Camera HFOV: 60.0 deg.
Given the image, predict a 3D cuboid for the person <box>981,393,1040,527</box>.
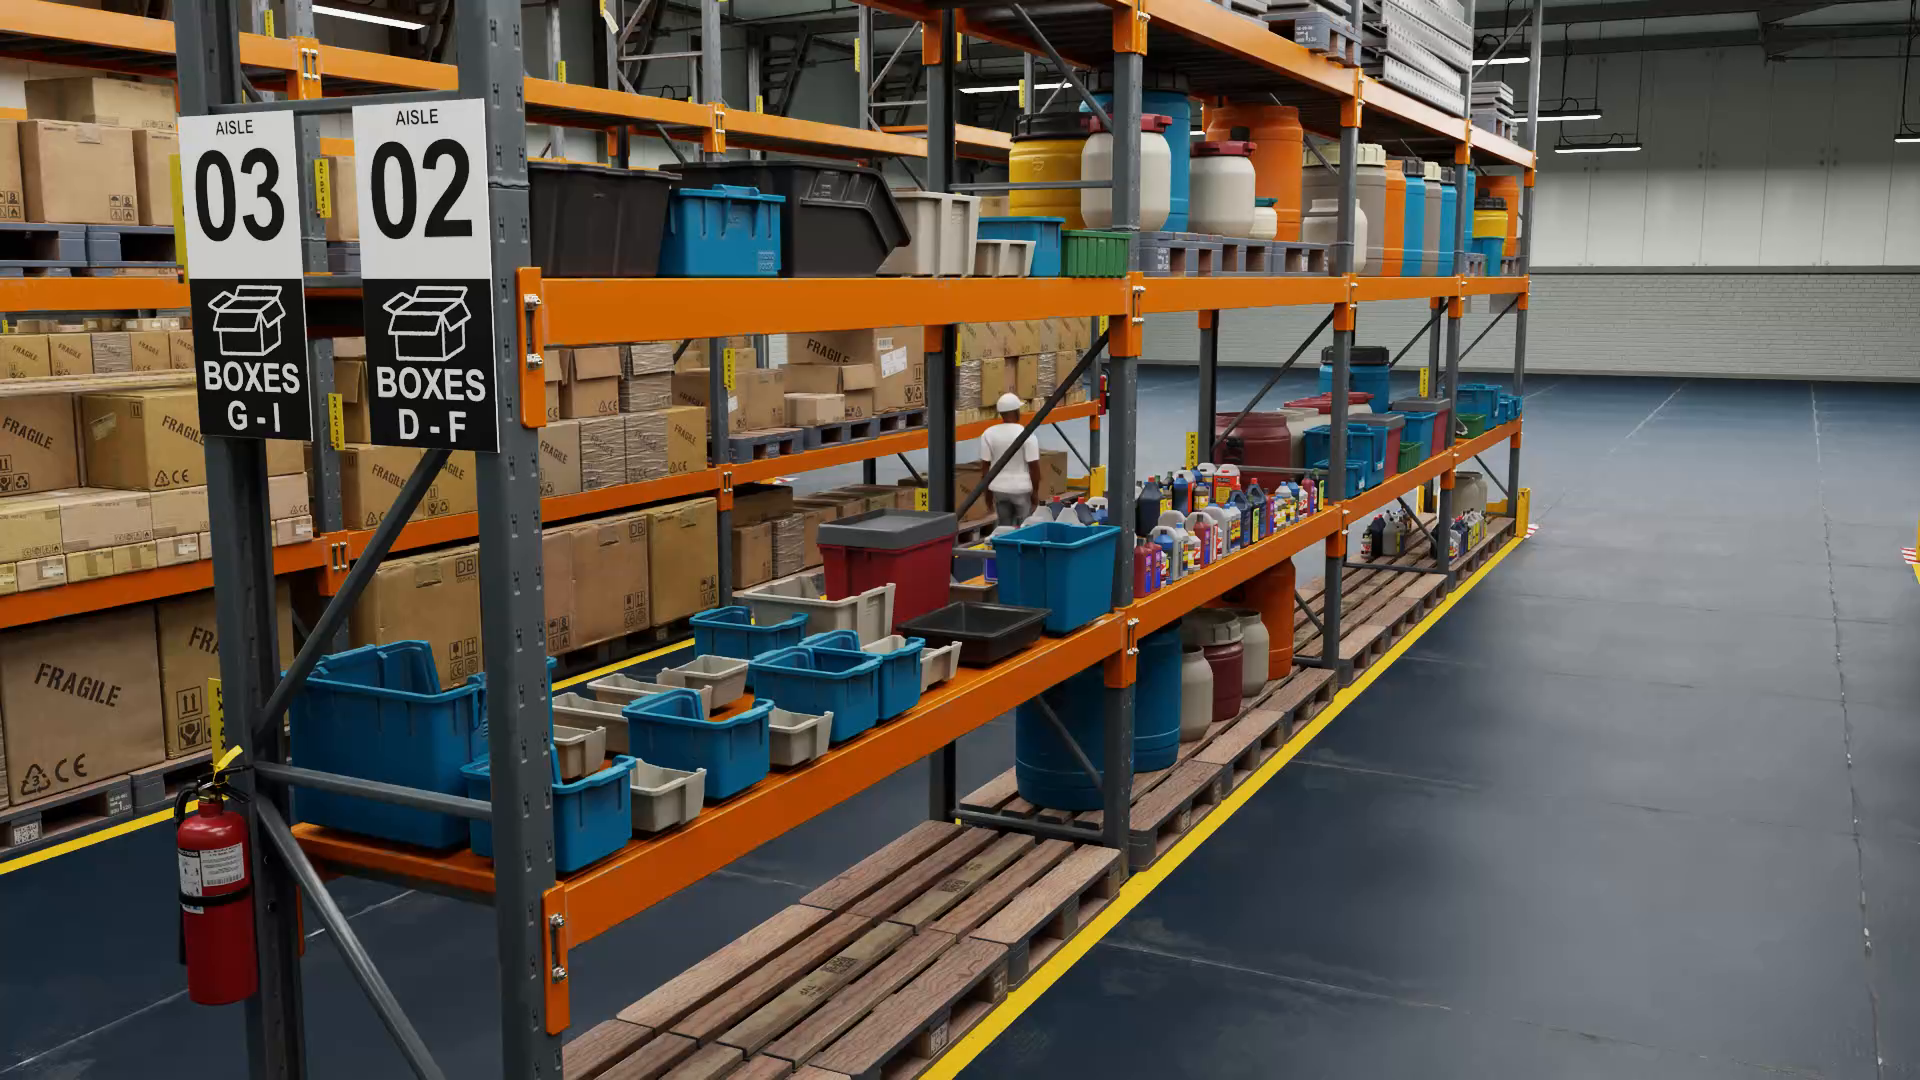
[{"bbox_3d":[0.465,-0.438,14.919,0.567,1.756,0.540,4,10,24],"label":"person"}]
